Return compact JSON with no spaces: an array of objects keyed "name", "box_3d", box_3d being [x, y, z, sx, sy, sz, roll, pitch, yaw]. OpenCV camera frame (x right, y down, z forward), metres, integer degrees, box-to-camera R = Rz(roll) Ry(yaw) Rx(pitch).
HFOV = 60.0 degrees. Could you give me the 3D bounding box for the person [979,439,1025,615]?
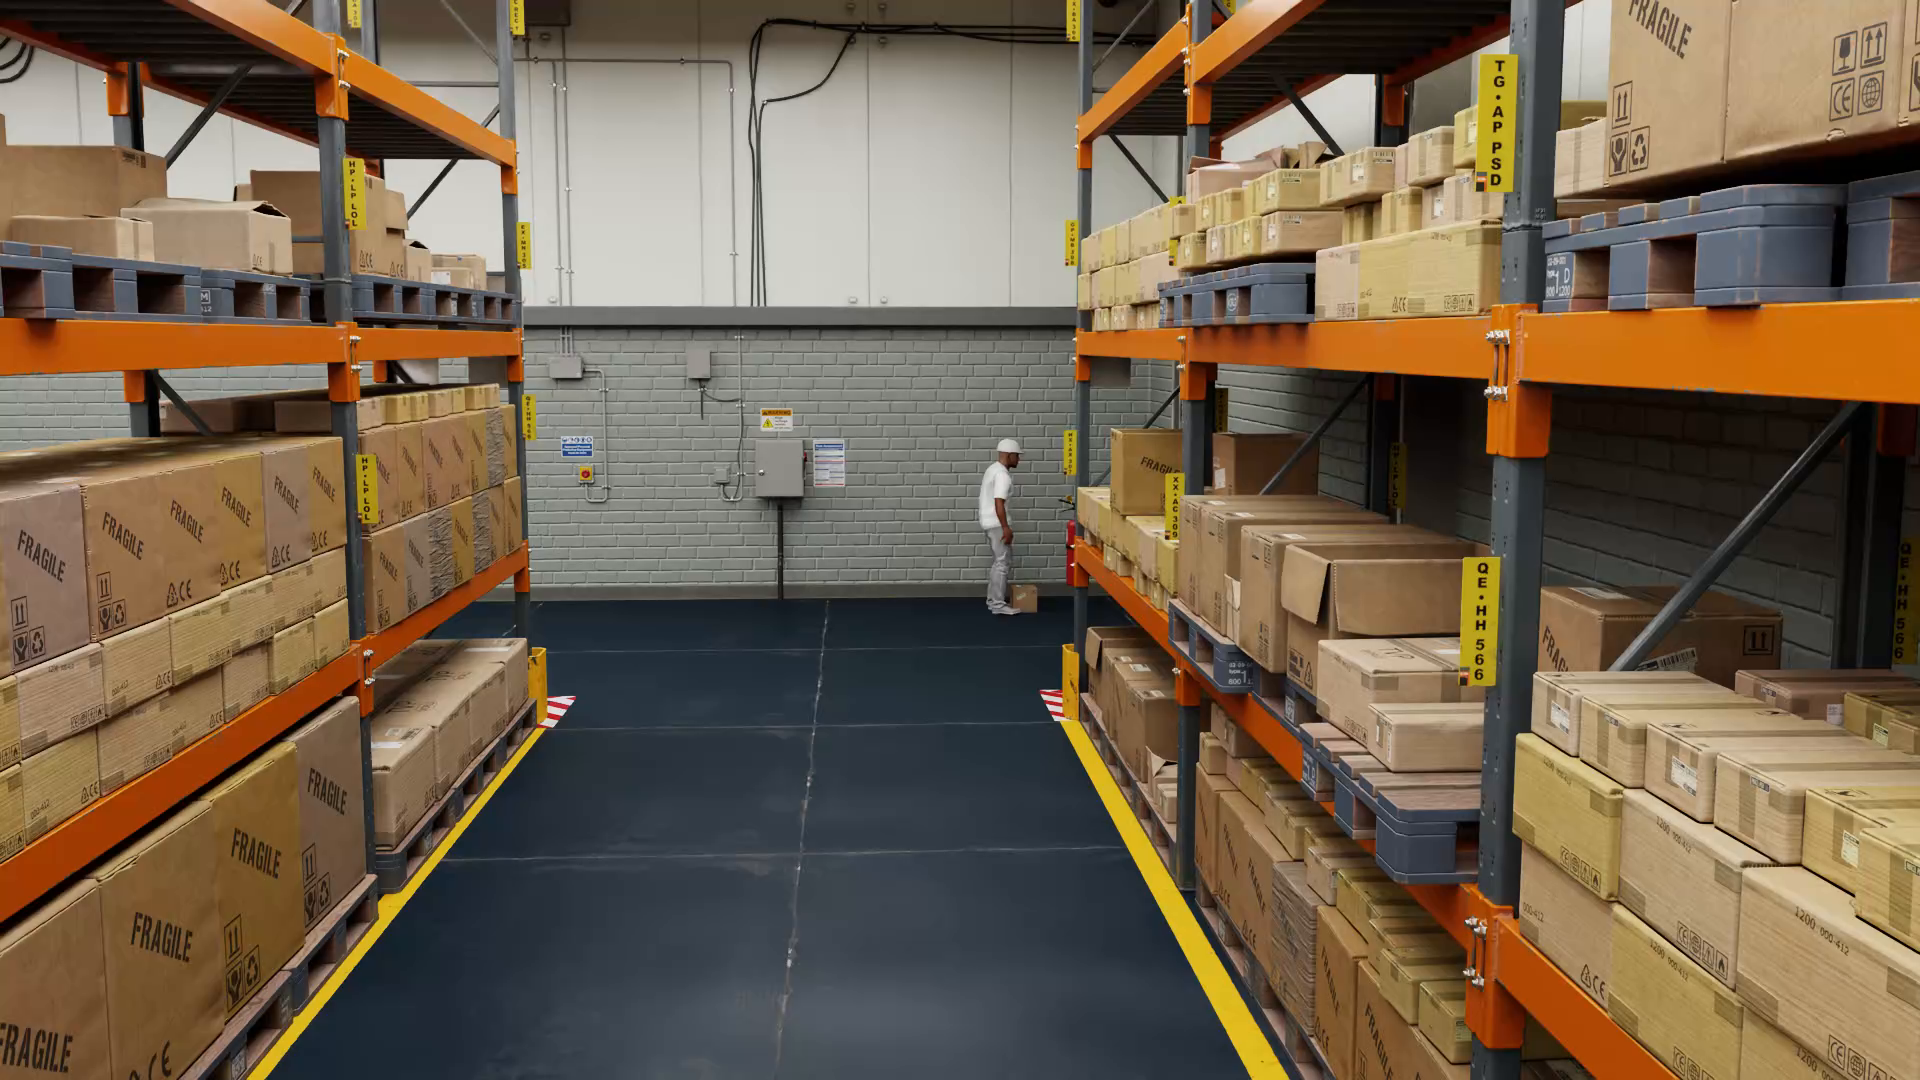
[{"name":"person","box_3d":[0.429,-0.144,16.870,0.463,1.760,0.632,-1,7,-4]}]
